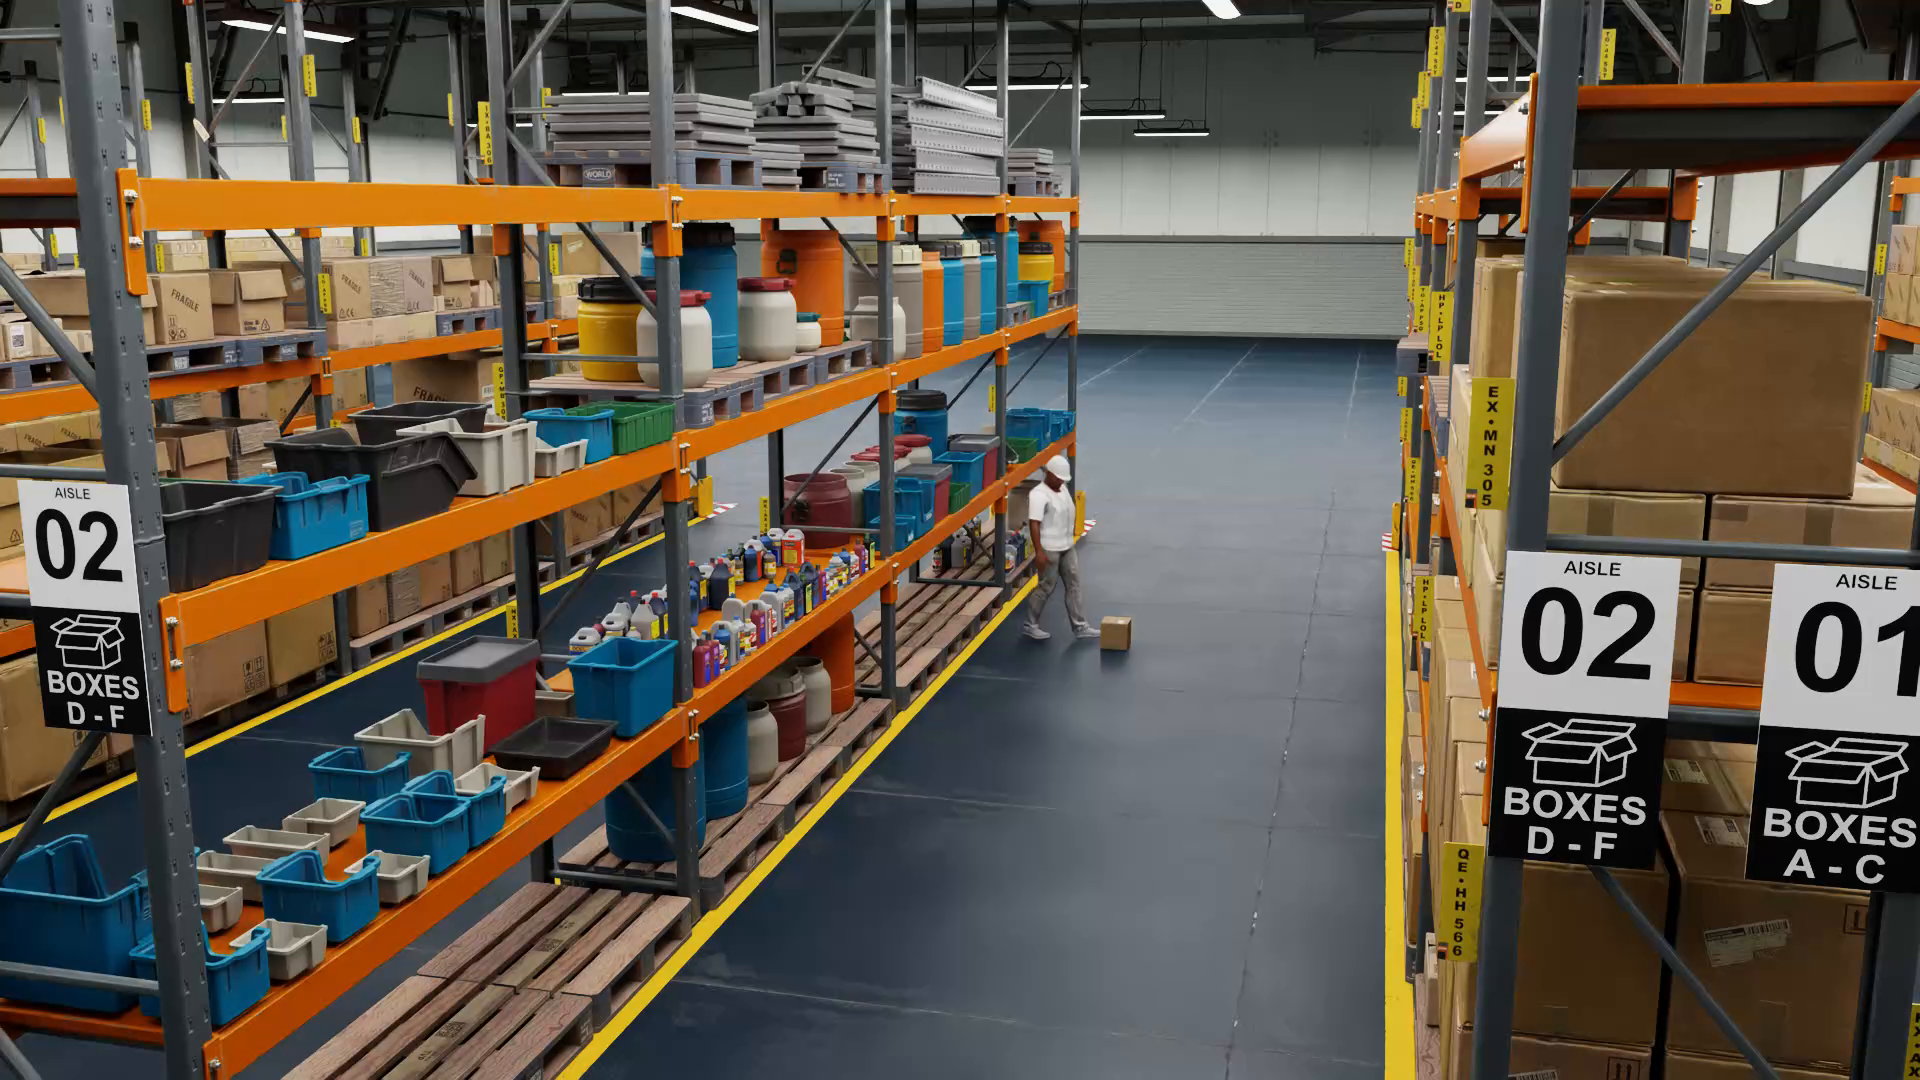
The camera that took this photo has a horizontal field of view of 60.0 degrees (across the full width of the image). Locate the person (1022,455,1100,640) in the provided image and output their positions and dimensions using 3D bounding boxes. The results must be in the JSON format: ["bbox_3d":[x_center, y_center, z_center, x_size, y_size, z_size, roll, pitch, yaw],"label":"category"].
[{"bbox_3d":[0.951,0.084,15.430,0.761,1.741,0.628,7,13,32],"label":"person"}]
